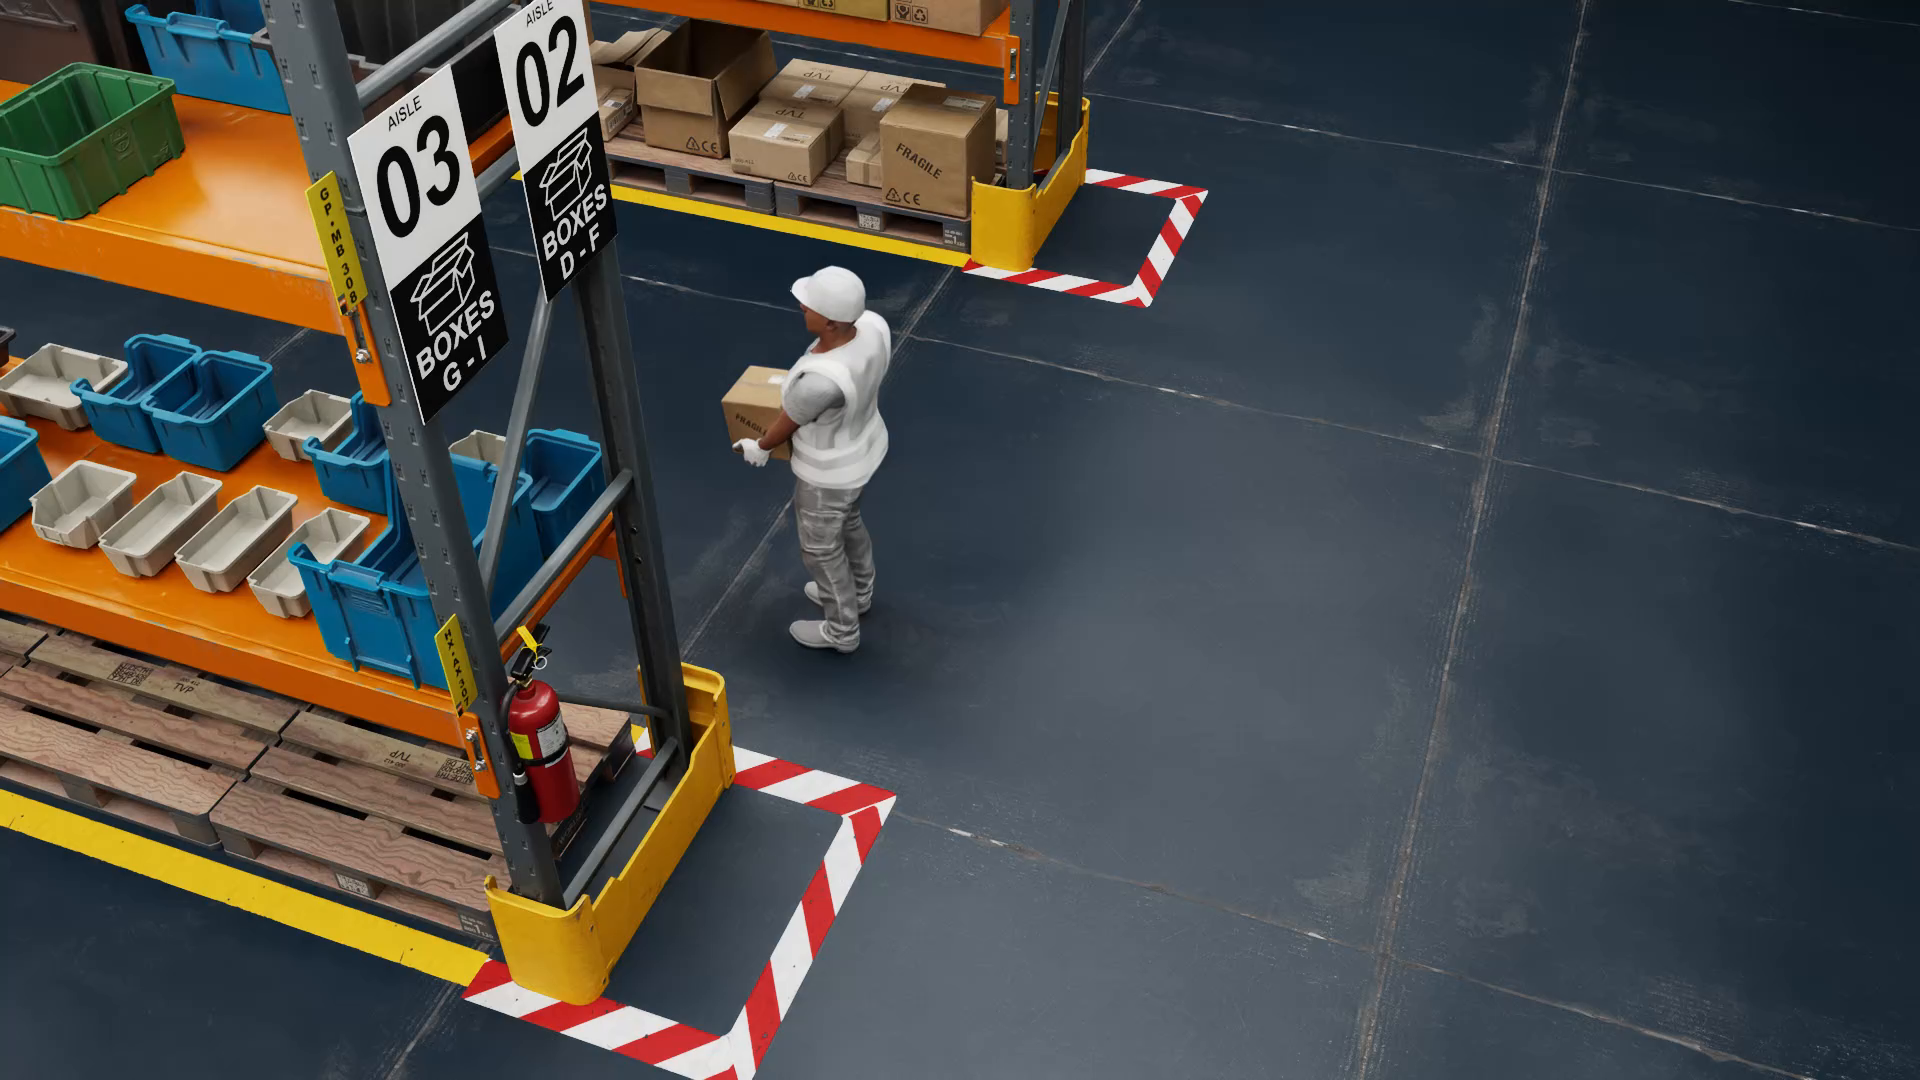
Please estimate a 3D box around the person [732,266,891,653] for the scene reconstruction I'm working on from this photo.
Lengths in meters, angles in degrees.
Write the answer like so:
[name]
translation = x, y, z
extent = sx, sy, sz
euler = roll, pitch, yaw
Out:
[person]
translation = -0.577, -0.328, 6.521
extent = 0.569, 1.779, 0.488
euler = 14, 43, 16
